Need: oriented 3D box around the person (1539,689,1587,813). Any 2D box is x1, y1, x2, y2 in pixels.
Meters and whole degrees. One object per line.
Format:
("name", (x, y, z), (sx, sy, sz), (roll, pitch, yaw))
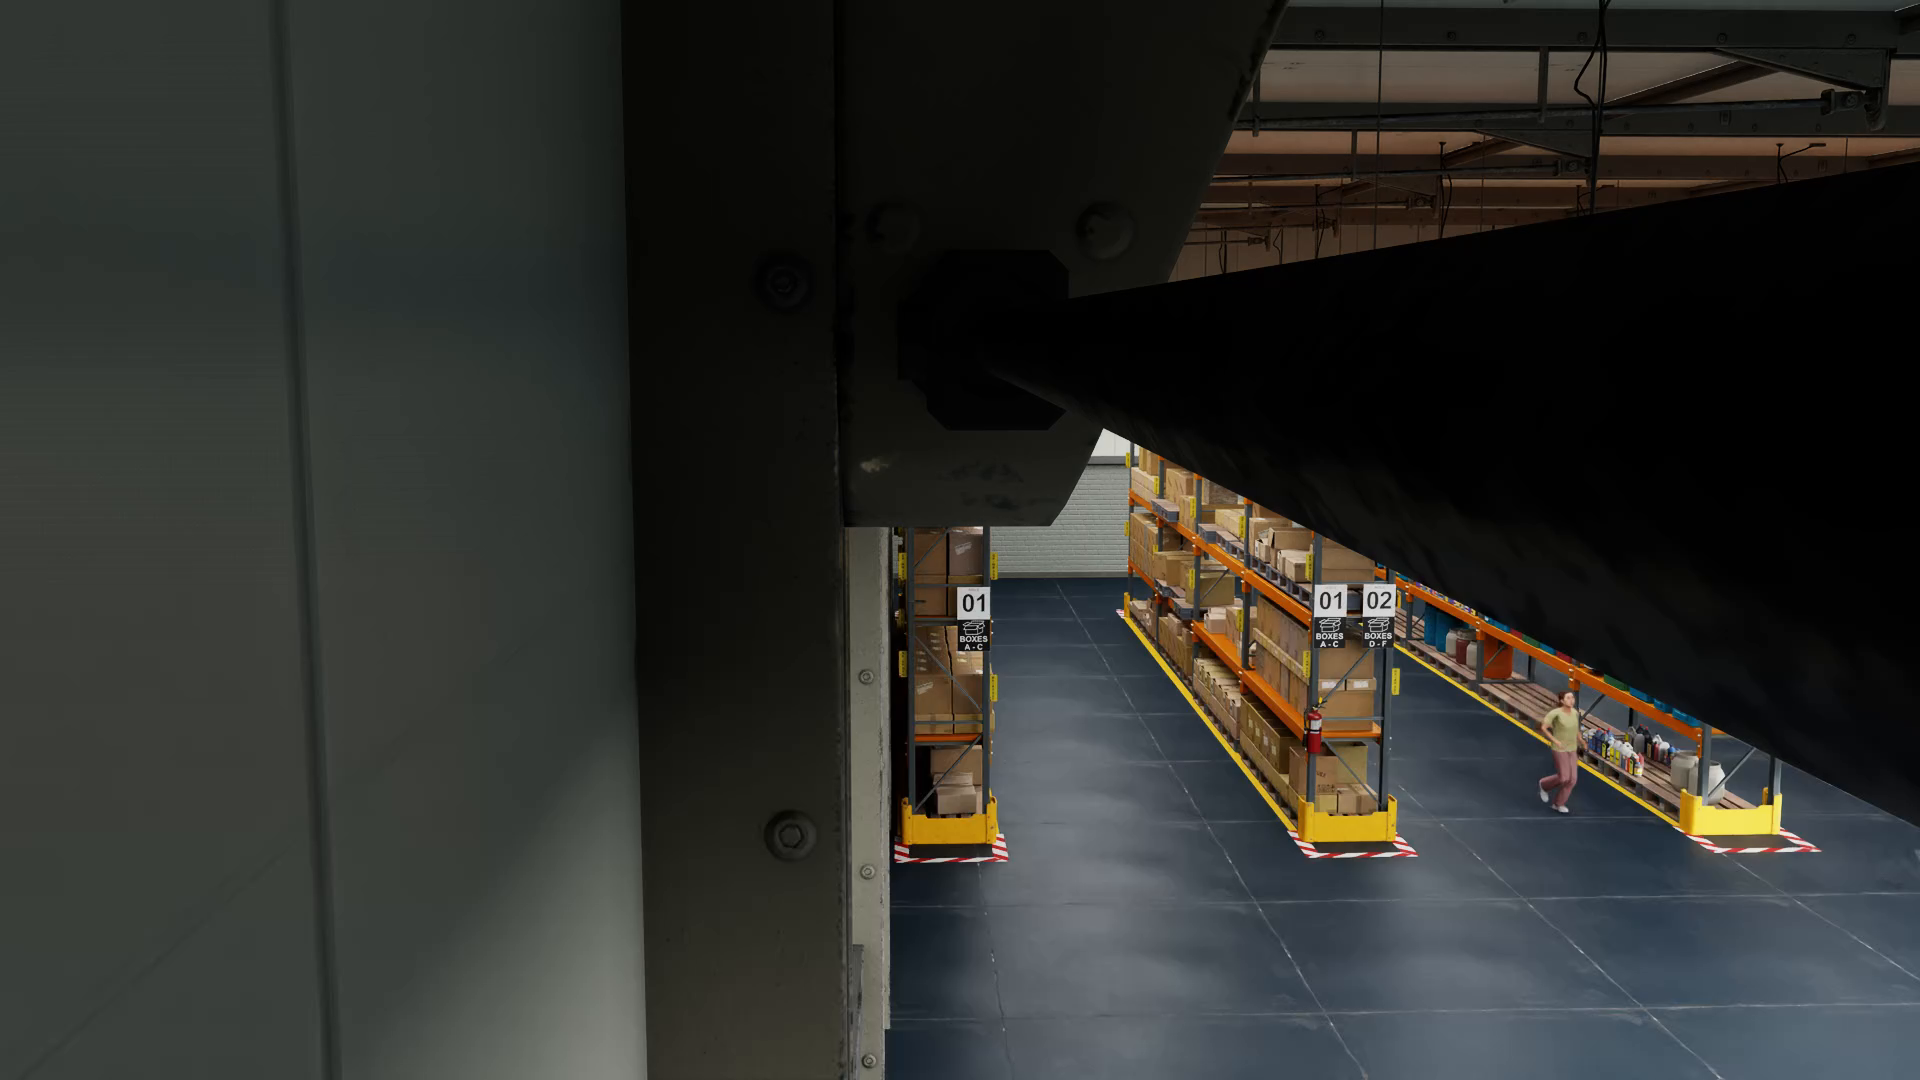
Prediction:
("person", (7.889, 2.750, 21.781), (0.566, 1.609, 0.542), (-3, 8, -20))
